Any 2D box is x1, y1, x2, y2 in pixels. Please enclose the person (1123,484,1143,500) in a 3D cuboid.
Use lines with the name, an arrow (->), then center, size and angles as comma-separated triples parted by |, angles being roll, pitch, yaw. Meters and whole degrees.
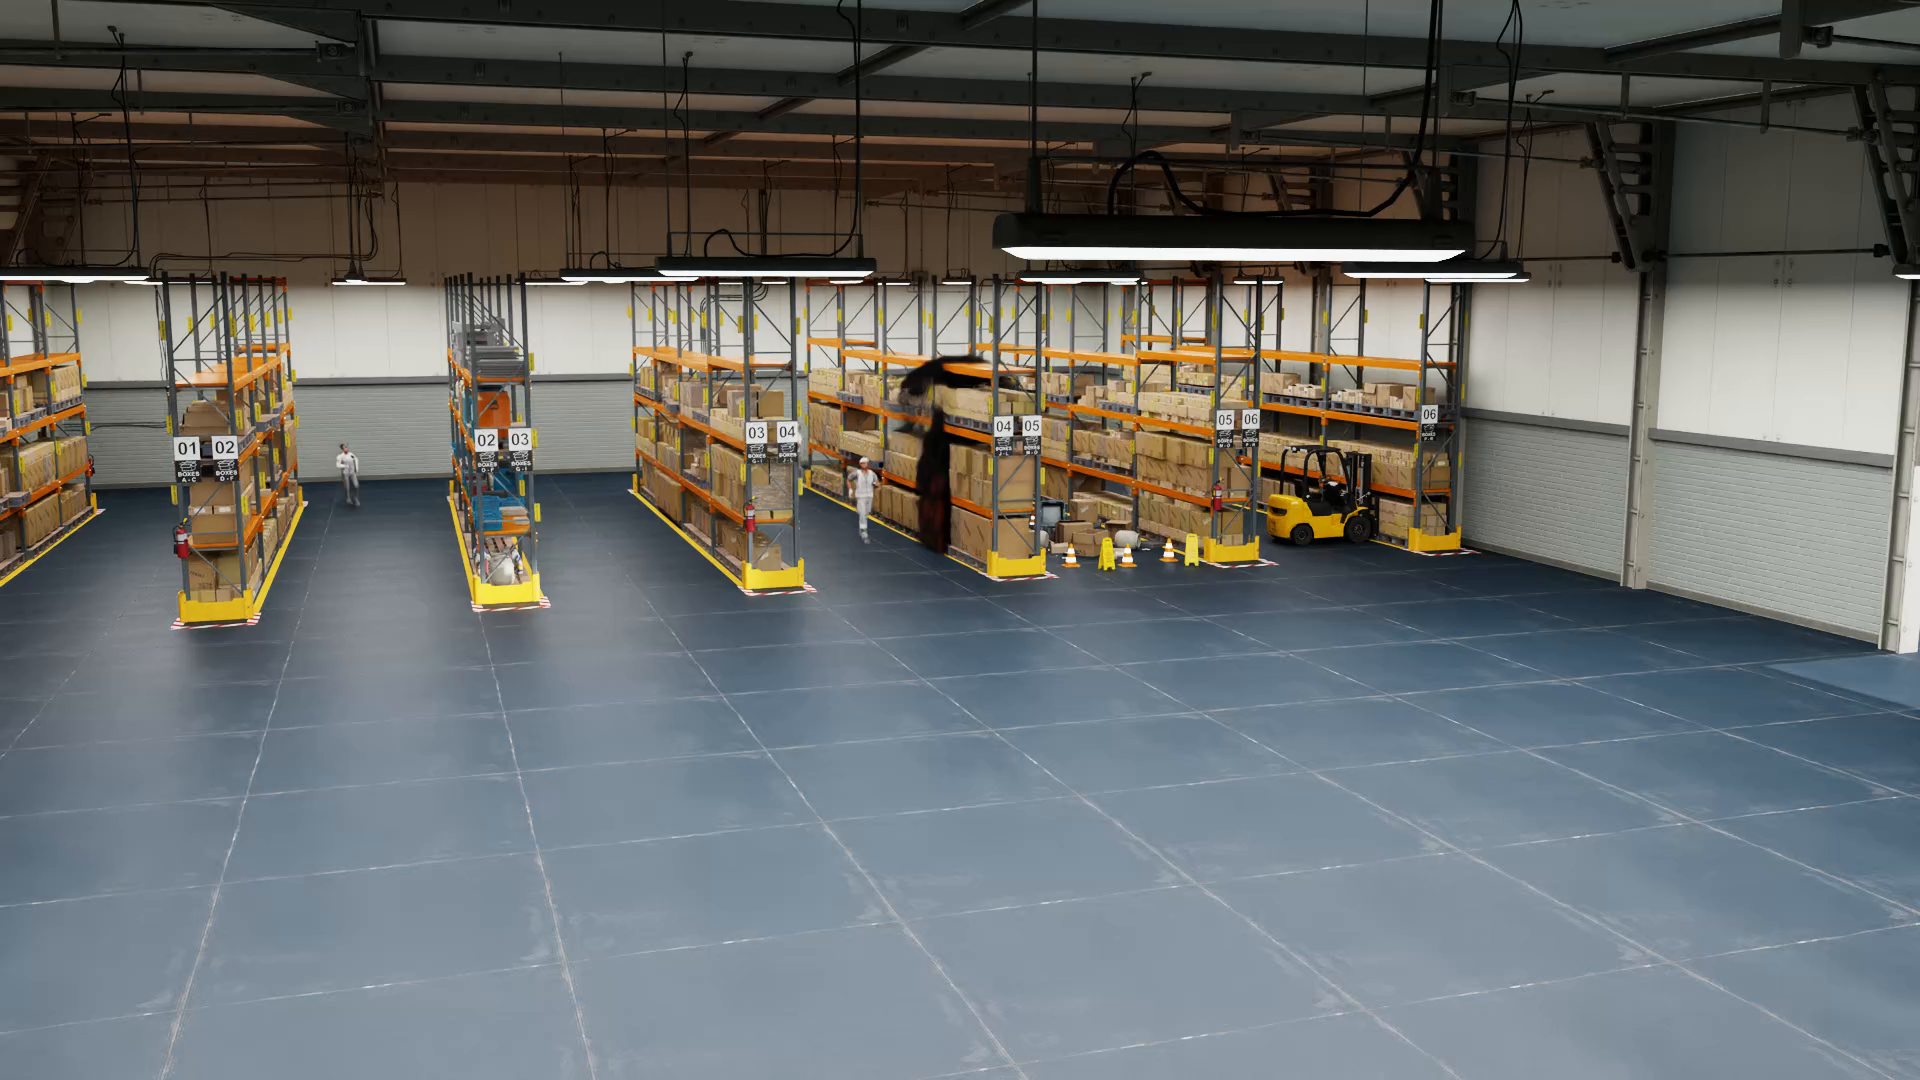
person -> 4.585, -1.787, 43.957 | 0.655, 1.750, 0.731 | -3, 9, -19

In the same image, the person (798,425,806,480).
person -> -4.888, -2.564, 49.158 | 0.860, 1.777, 0.666 | -4, 10, -27

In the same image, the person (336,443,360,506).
person -> -16.152, -1.725, 43.924 | 0.619, 1.708, 0.667 | -6, 10, -33

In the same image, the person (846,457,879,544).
person -> -2.060, -0.871, 35.823 | 0.657, 1.836, 0.806 | -5, 10, -28
